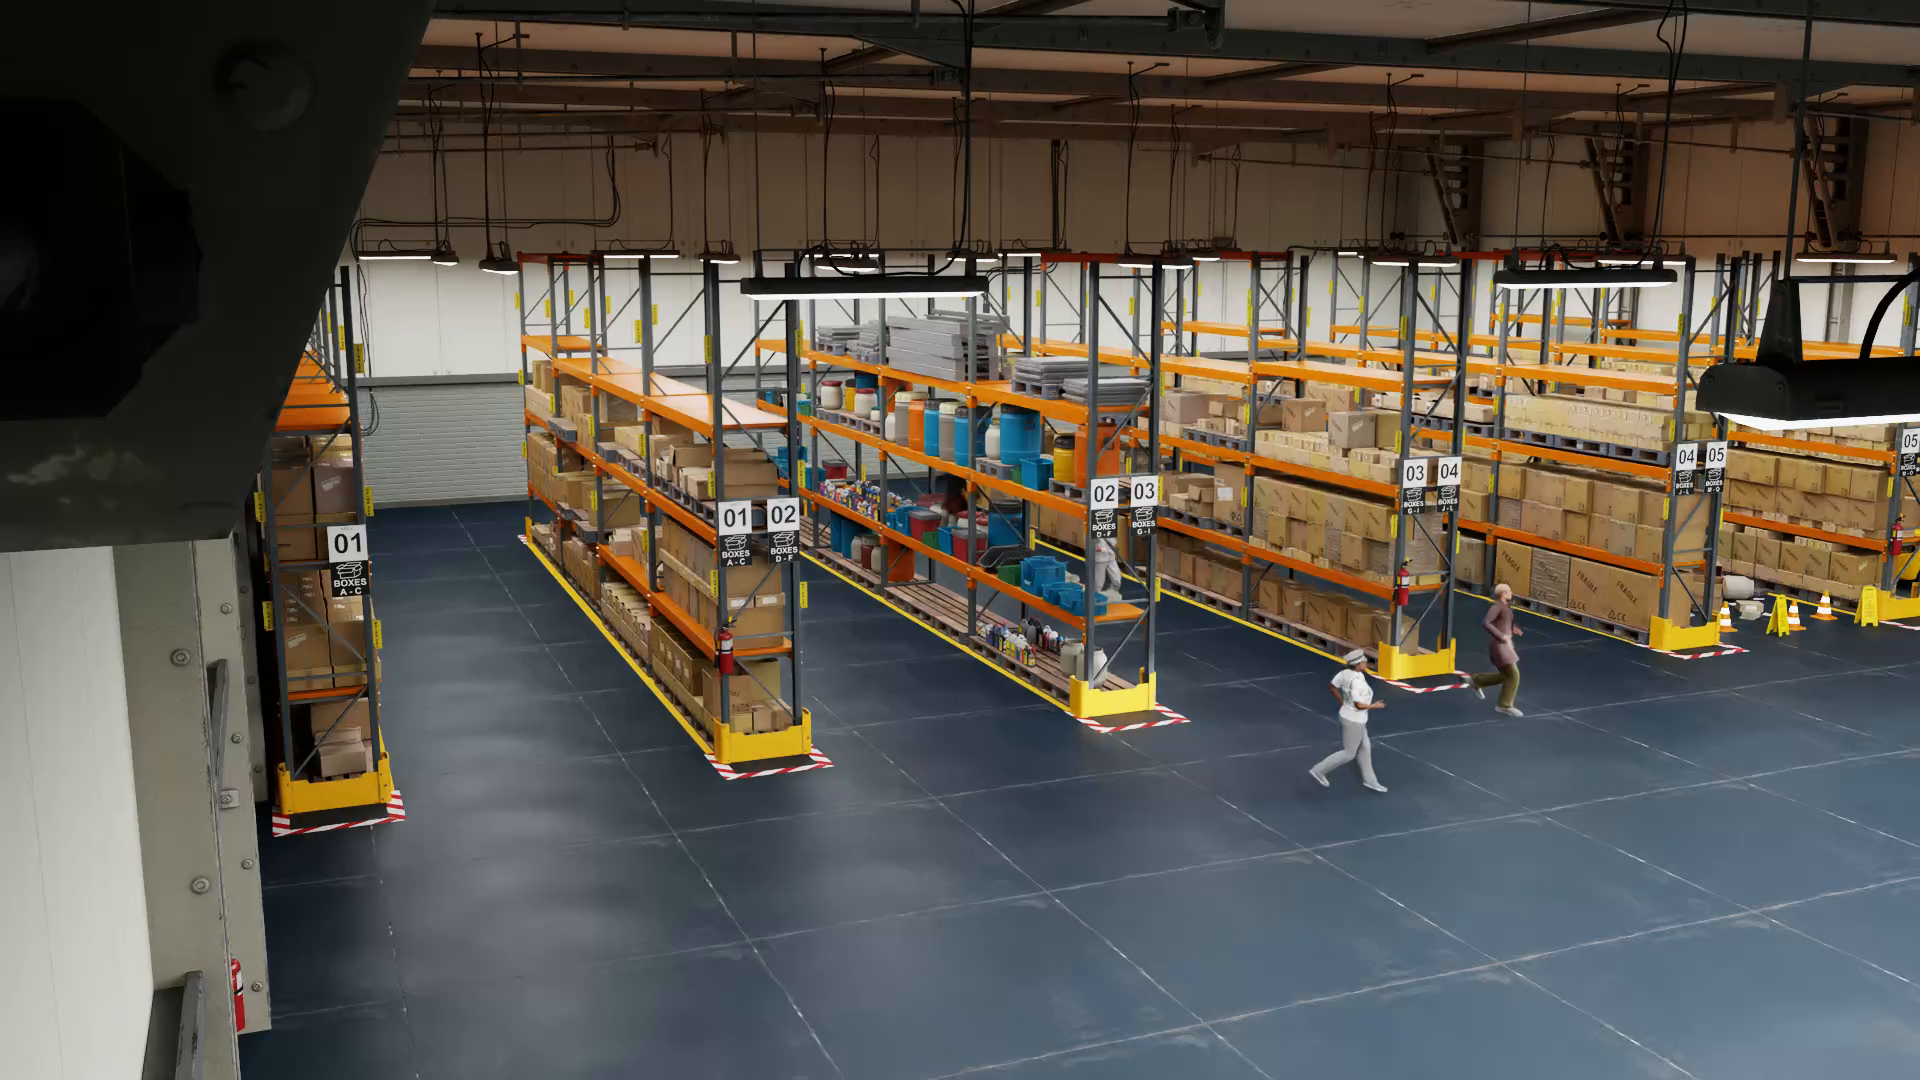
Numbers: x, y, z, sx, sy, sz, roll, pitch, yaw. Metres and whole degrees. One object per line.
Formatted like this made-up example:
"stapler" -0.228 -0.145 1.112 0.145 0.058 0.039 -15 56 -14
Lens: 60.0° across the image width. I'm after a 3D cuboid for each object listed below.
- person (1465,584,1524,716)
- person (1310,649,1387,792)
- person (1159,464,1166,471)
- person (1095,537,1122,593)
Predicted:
"person" 7.283 1.473 22.503 0.800 1.673 0.739 5 11 25
"person" 4.469 2.073 18.992 0.924 1.712 0.579 0 10 0
"person" 4.137 -0.722 34.377 0.582 1.746 0.946 -3 11 -17
"person" 2.436 0.396 27.984 0.635 1.825 0.749 -6 12 -28
